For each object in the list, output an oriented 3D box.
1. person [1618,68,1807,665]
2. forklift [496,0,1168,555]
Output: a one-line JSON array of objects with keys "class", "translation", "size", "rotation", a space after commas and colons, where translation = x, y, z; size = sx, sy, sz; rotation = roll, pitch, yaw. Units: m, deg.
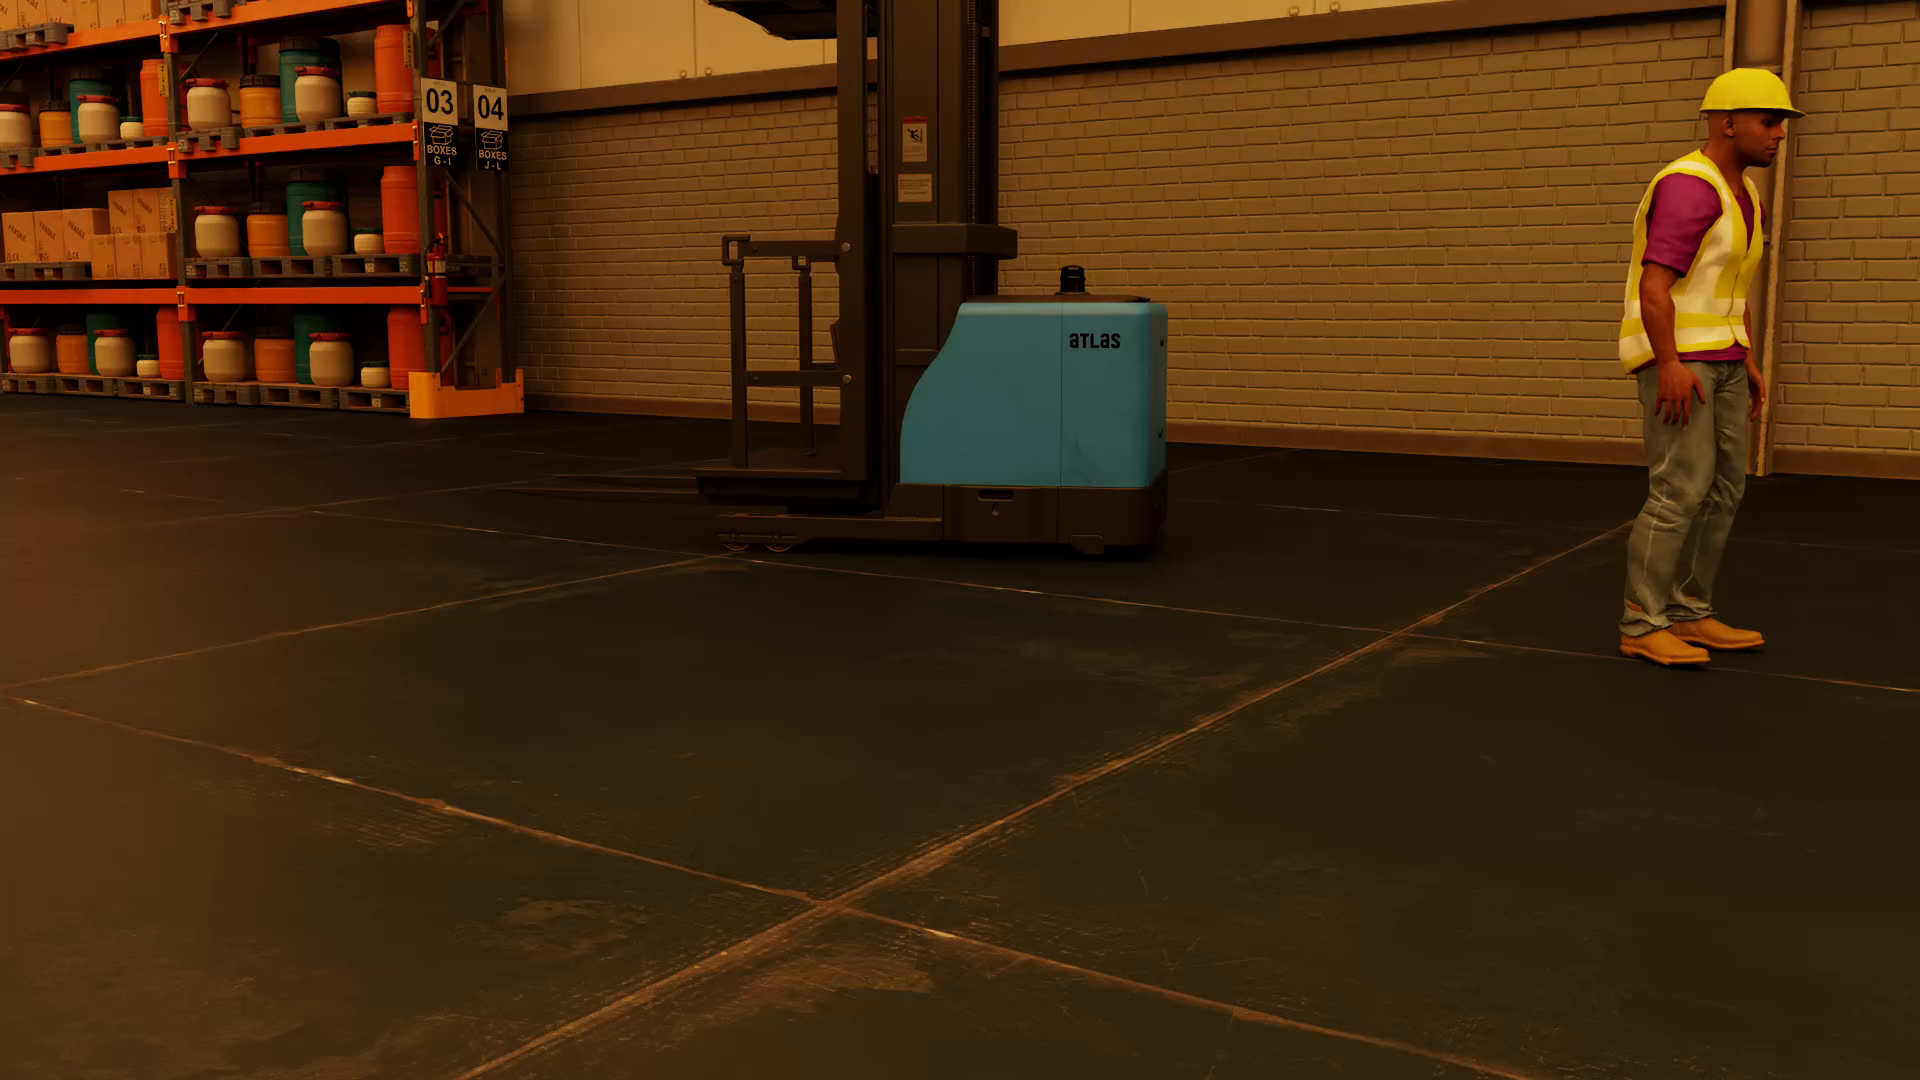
[{"class": "person", "translation": [2.259, -0.523, 5.044], "size": [0.632, 1.760, 0.463], "rotation": [-7, 11, -41]}, {"class": "forklift", "translation": [-0.596, -1.469, 7.520], "size": [3.031, 2.935, 1.130], "rotation": [2, 8, 12]}]
